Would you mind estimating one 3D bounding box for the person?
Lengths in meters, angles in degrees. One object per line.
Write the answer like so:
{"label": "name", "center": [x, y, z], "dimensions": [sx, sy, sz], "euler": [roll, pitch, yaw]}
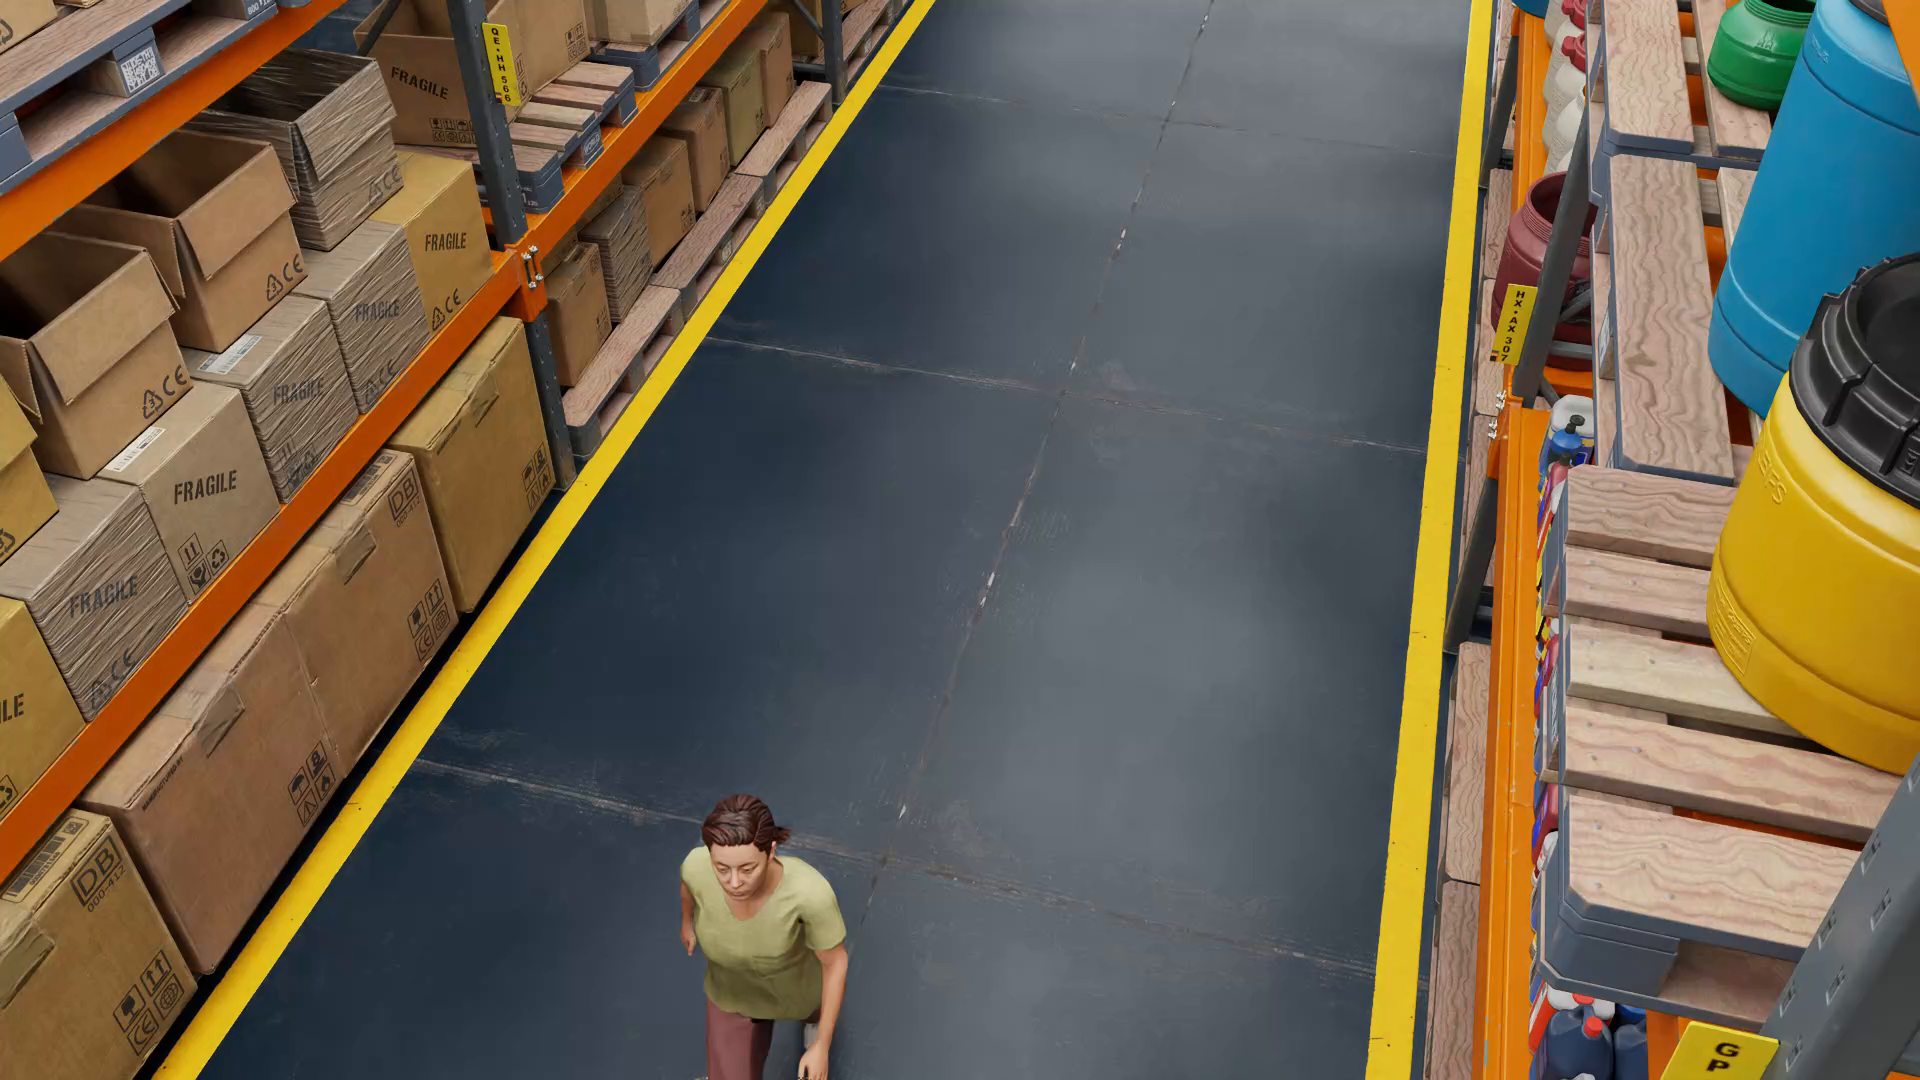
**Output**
{"label": "person", "center": [-0.569, 1.271, 4.734], "dimensions": [0.542, 1.605, 1.110], "euler": [3, 41, 4]}
